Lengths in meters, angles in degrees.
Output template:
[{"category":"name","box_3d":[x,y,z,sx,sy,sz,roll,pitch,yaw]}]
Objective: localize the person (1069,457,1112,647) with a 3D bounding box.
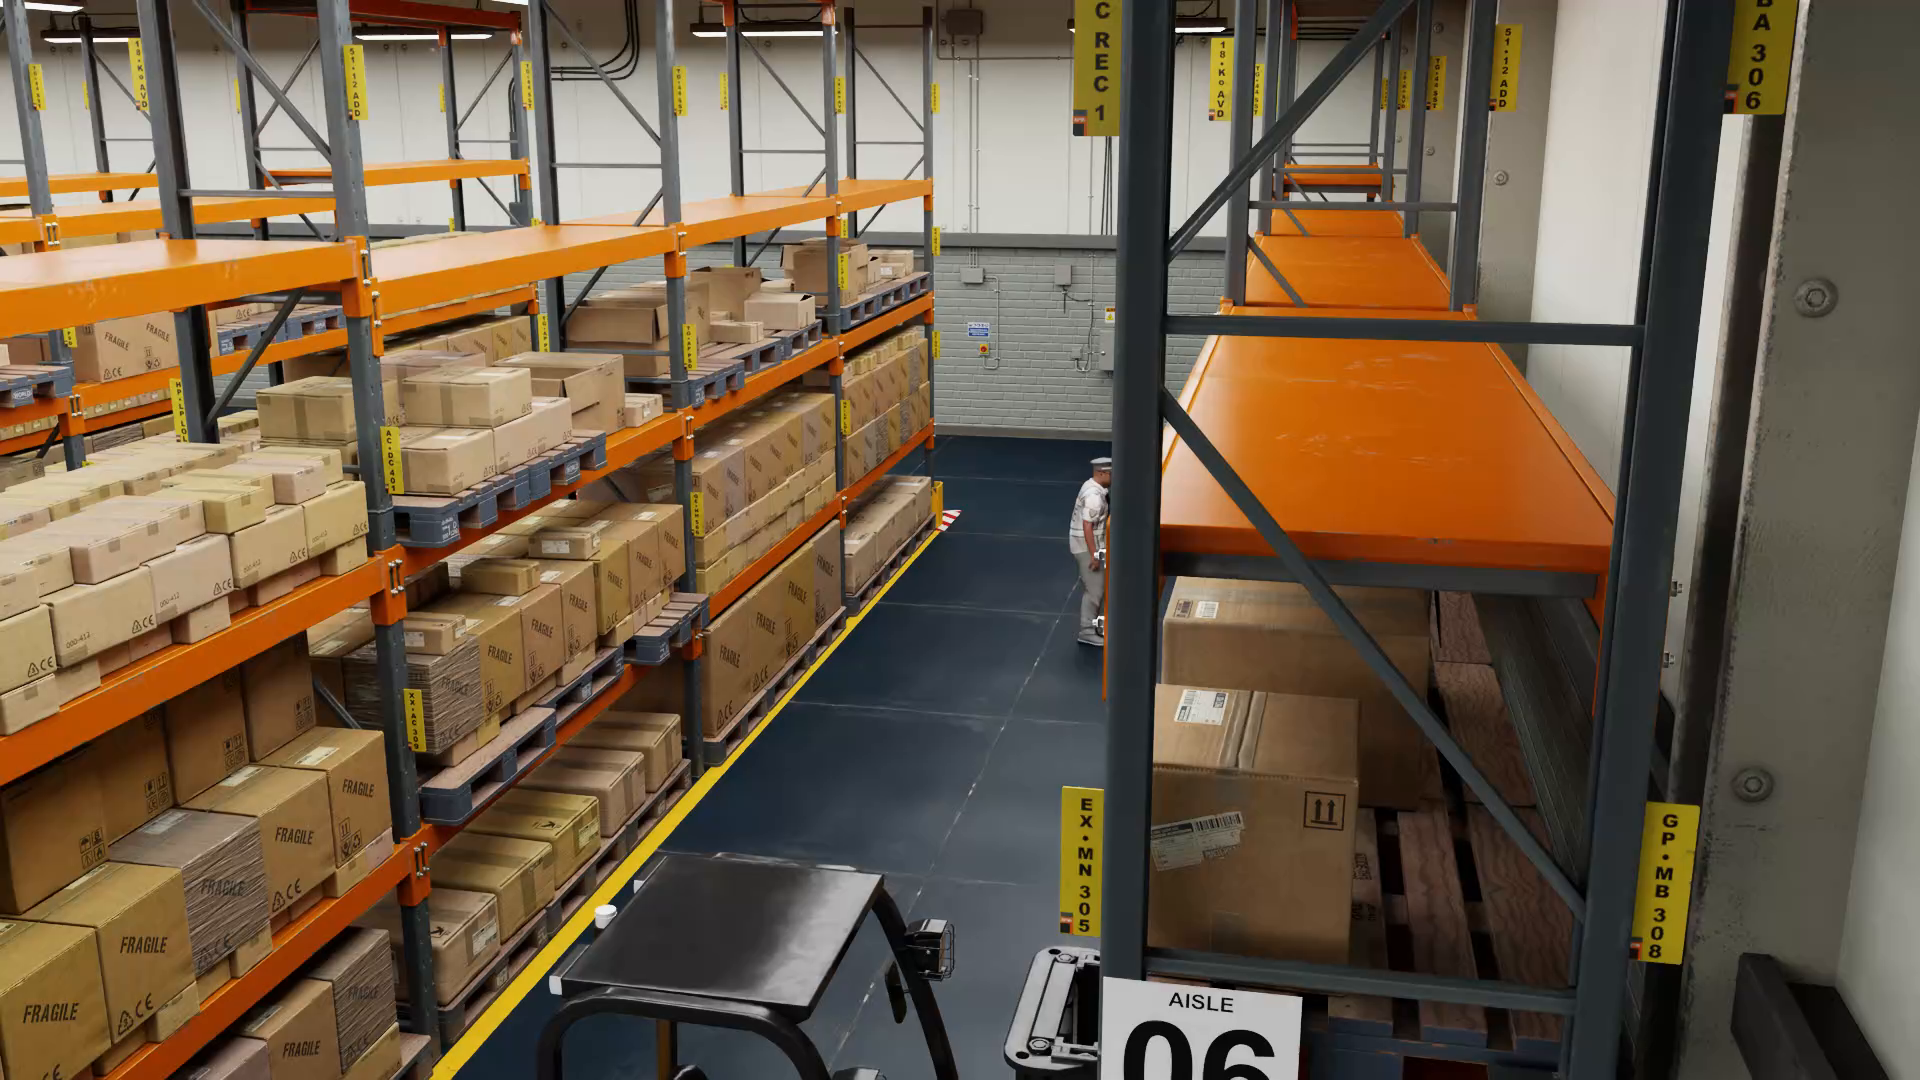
[{"category":"person","box_3d":[1.251,0.083,15.679,0.439,1.746,0.591,2,15,9]}]
